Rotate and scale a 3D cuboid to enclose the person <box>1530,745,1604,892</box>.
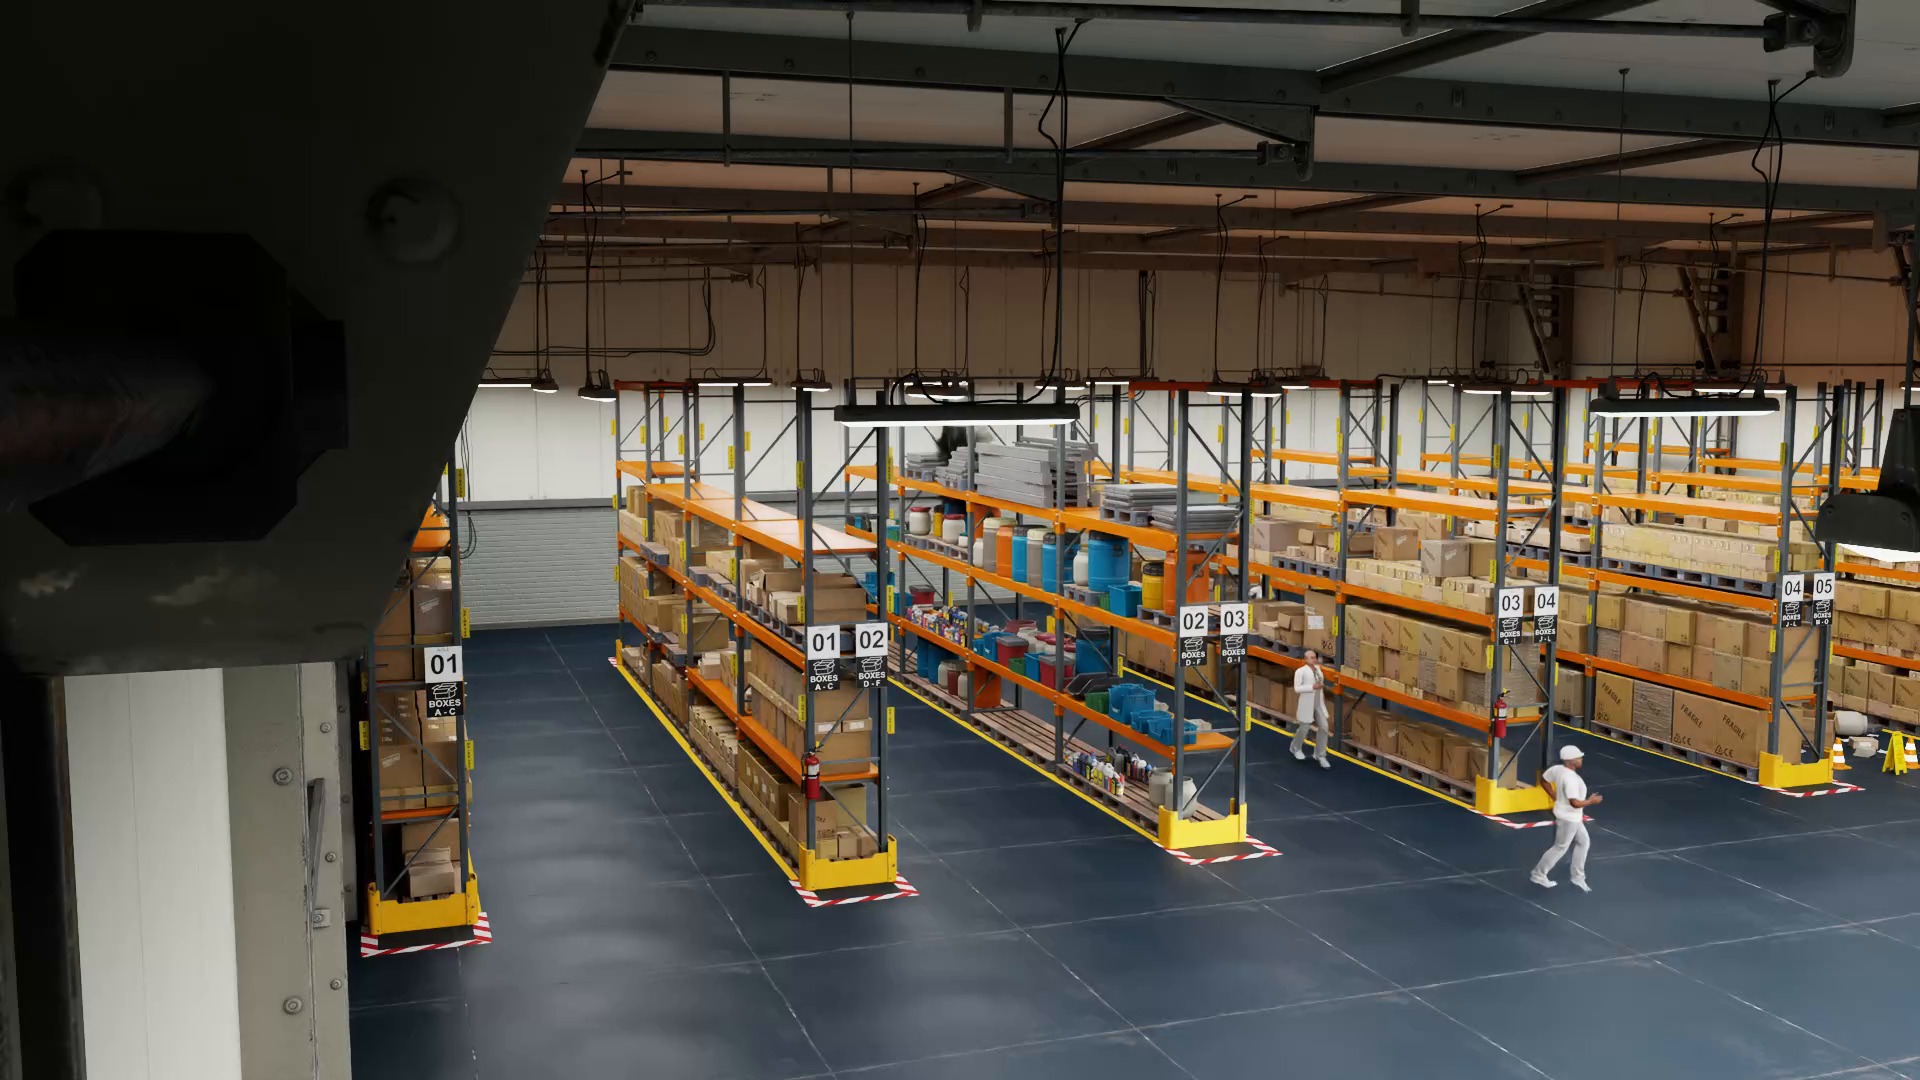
[{"bbox_3d":[7.261,3.356,19.902,0.787,1.831,0.676,1,6,12],"label":"person"}]

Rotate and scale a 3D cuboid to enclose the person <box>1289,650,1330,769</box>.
[{"bbox_3d":[5.540,2.690,26.330,0.685,1.757,0.832,-3,7,-25],"label":"person"}]

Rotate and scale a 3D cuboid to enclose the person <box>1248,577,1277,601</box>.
[{"bbox_3d":[6.722,1.640,36.812,0.567,1.726,0.725,-2,6,-16],"label":"person"}]
